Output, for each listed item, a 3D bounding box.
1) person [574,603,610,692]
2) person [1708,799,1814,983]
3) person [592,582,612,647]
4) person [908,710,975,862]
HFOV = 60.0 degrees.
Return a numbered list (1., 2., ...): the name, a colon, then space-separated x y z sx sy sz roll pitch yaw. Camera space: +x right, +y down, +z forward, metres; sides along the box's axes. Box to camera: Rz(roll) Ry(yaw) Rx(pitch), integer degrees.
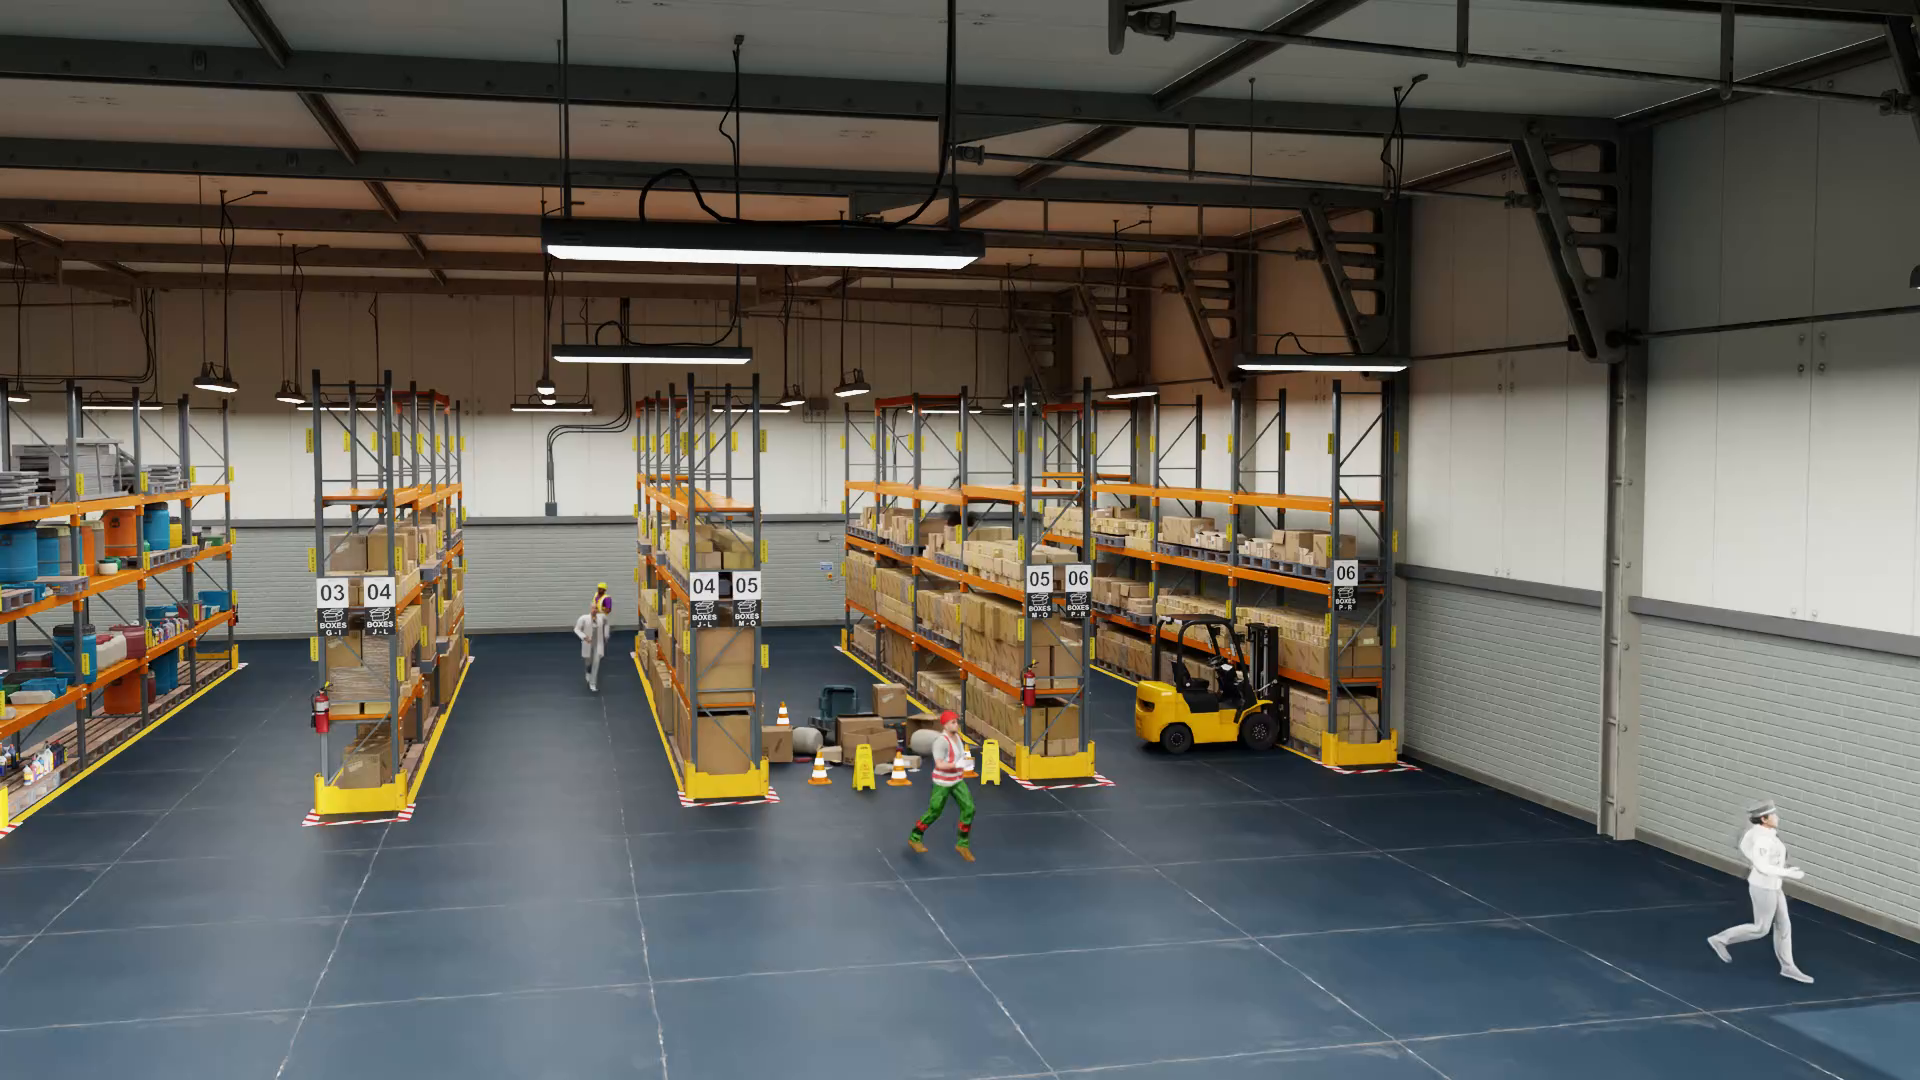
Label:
1. person: -7.518 2.257 34.048 0.735 1.580 1.032 -1 4 -20
2. person: 7.507 3.256 15.553 0.901 1.687 0.616 2 4 29
3. person: -8.590 1.858 39.643 0.784 1.724 0.669 2 4 25
4. person: -0.169 2.950 20.049 0.925 1.829 0.675 2 4 35
